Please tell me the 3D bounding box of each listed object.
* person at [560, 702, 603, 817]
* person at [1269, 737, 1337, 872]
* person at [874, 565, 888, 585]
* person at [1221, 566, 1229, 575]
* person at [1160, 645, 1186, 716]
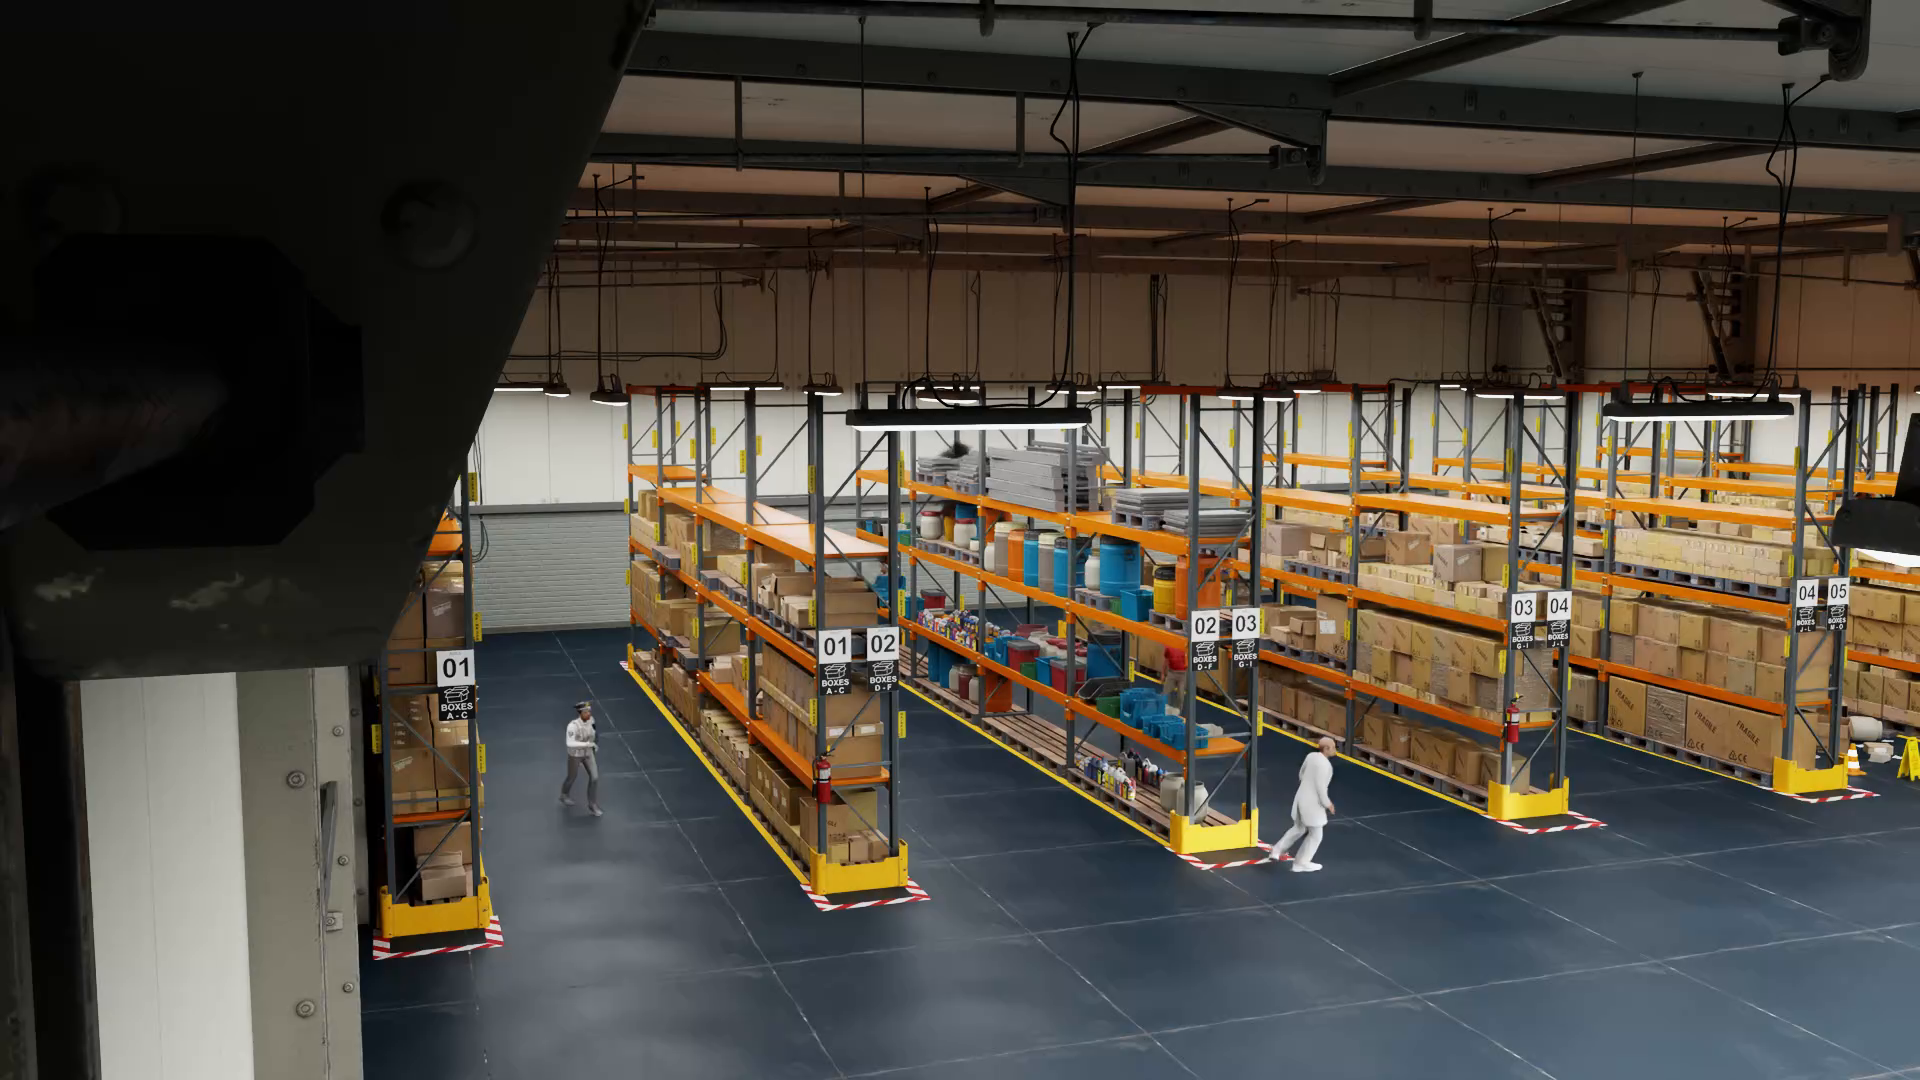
[{"bbox_3d":[-5.403,3.081,23.648,0.598,1.648,0.942,-5,8,-41],"label":"person"},{"bbox_3d":[4.316,3.321,20.918,0.770,1.717,0.724,-1,6,-13],"label":"person"},{"bbox_3d":[-1.847,1.390,39.937,0.861,1.609,0.544,-1,6,-7],"label":"person"},{"bbox_3d":[6.354,1.369,40.332,0.568,1.691,0.761,2,6,17],"label":"person"},{"bbox_3d":[3.848,2.440,29.586,0.654,1.760,0.500,1,6,11],"label":"person"}]
